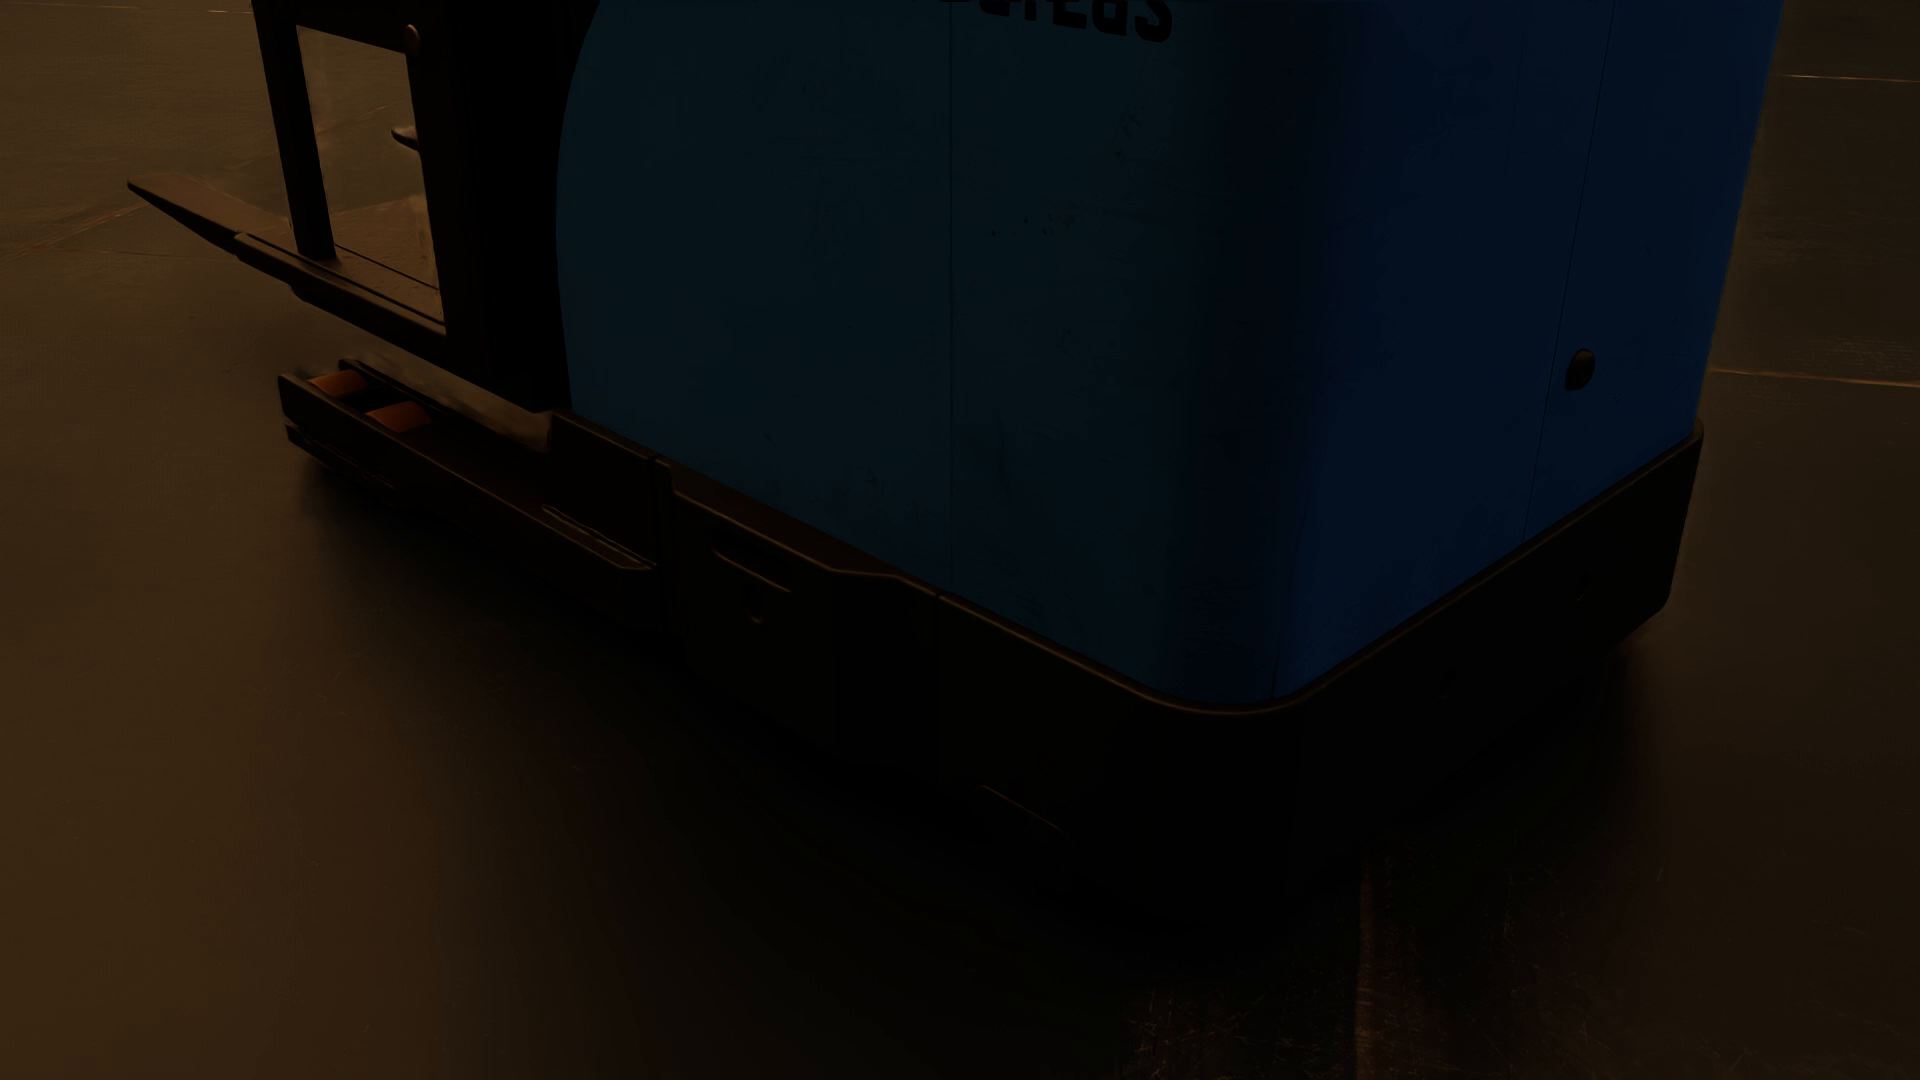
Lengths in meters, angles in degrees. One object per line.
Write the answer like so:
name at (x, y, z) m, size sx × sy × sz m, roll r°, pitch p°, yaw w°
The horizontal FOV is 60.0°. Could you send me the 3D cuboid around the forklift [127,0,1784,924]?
forklift at (-0.458, -1.502, 2.222) m, size 3.031 × 2.935 × 1.130 m, roll 24°, pitch 35°, yaw 39°
